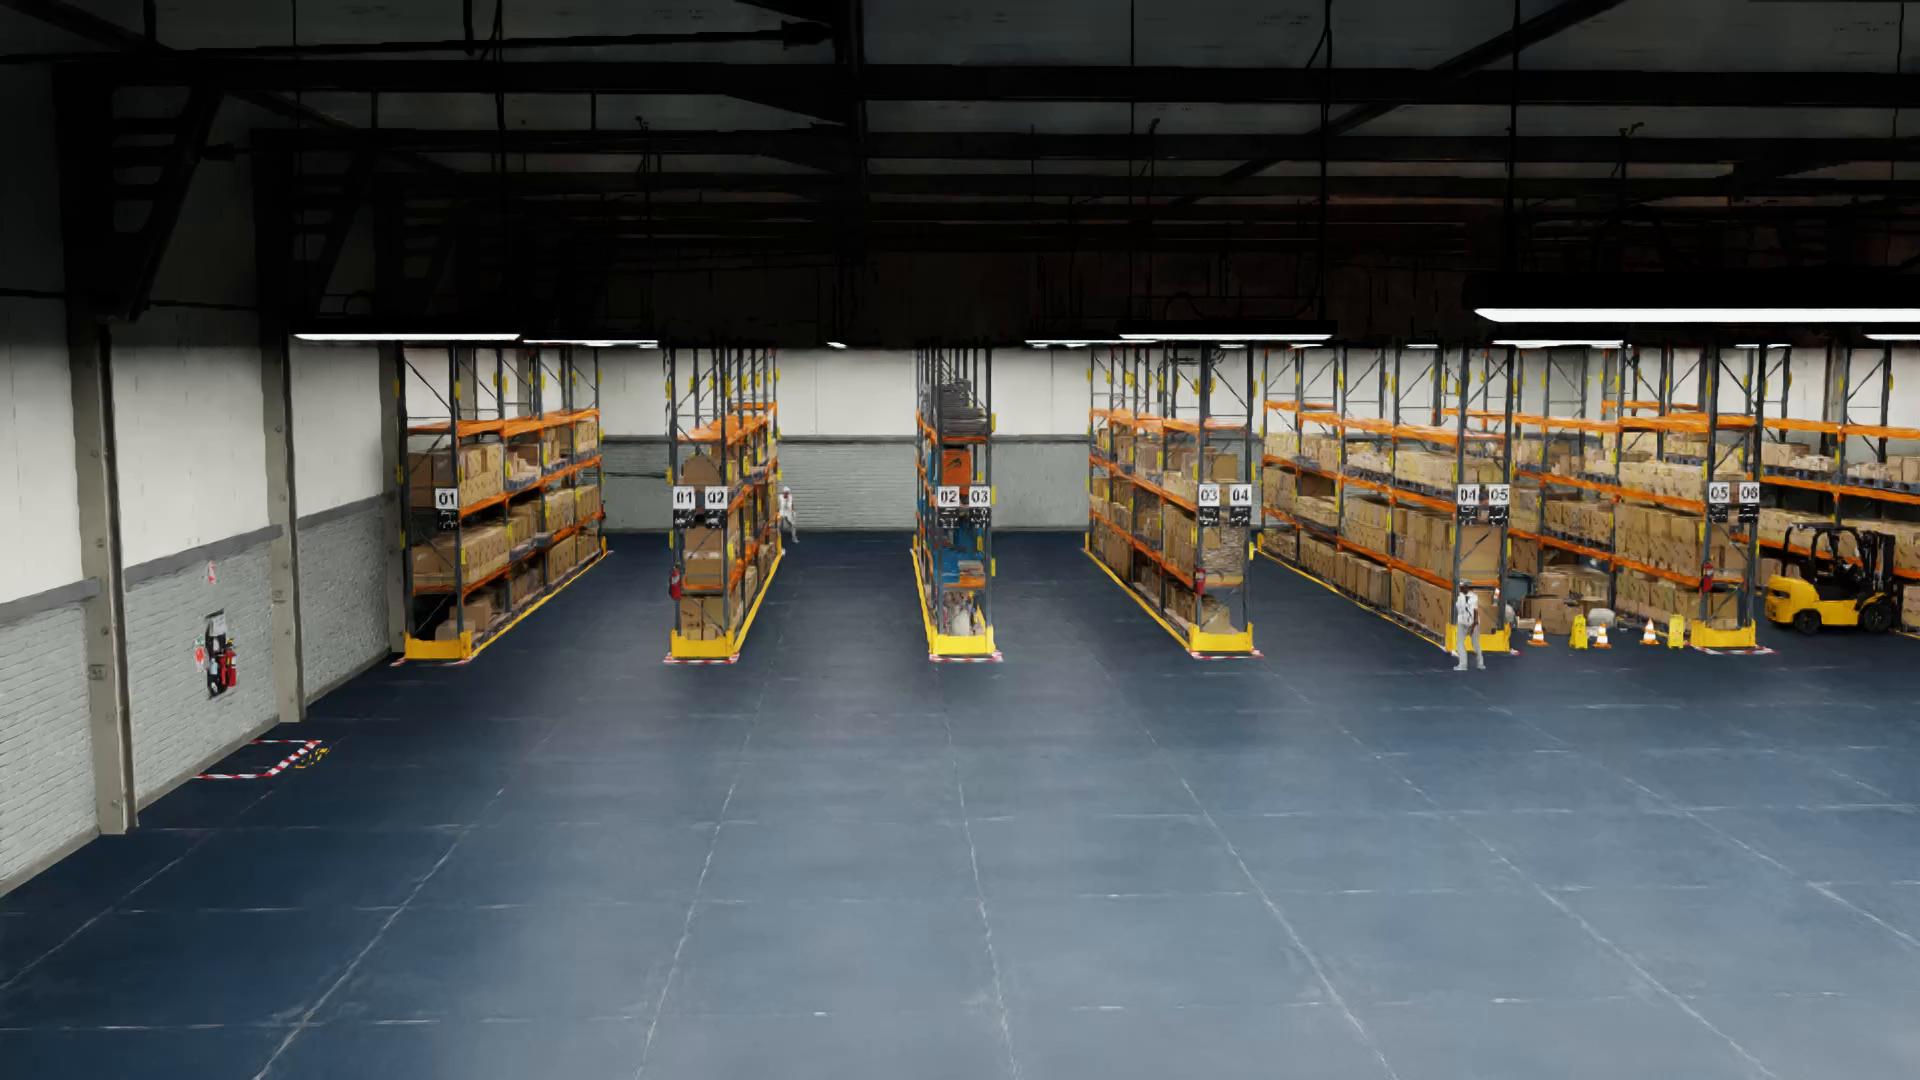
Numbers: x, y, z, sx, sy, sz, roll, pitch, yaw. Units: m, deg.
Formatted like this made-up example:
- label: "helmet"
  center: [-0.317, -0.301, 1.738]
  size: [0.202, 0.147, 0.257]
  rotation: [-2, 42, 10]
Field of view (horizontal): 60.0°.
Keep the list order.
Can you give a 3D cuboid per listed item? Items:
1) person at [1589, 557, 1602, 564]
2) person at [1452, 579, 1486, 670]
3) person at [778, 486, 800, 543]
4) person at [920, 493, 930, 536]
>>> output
- label: "person"
  center: [17.258, -0.178, 45.009]
  size: [0.361, 1.630, 0.454]
  rotation: [2, 7, 16]
- label: "person"
  center: [9.175, 1.512, 29.901]
  size: [0.600, 1.656, 0.504]
  rotation: [-4, 8, -35]
- label: "person"
  center: [-5.189, -0.744, 49.357]
  size: [0.686, 1.719, 0.792]
  rotation: [-3, 7, -22]
- label: "person"
  center: [-0.953, -0.821, 49.893]
  size: [0.508, 1.775, 0.760]
  rotation: [6, 9, 40]
